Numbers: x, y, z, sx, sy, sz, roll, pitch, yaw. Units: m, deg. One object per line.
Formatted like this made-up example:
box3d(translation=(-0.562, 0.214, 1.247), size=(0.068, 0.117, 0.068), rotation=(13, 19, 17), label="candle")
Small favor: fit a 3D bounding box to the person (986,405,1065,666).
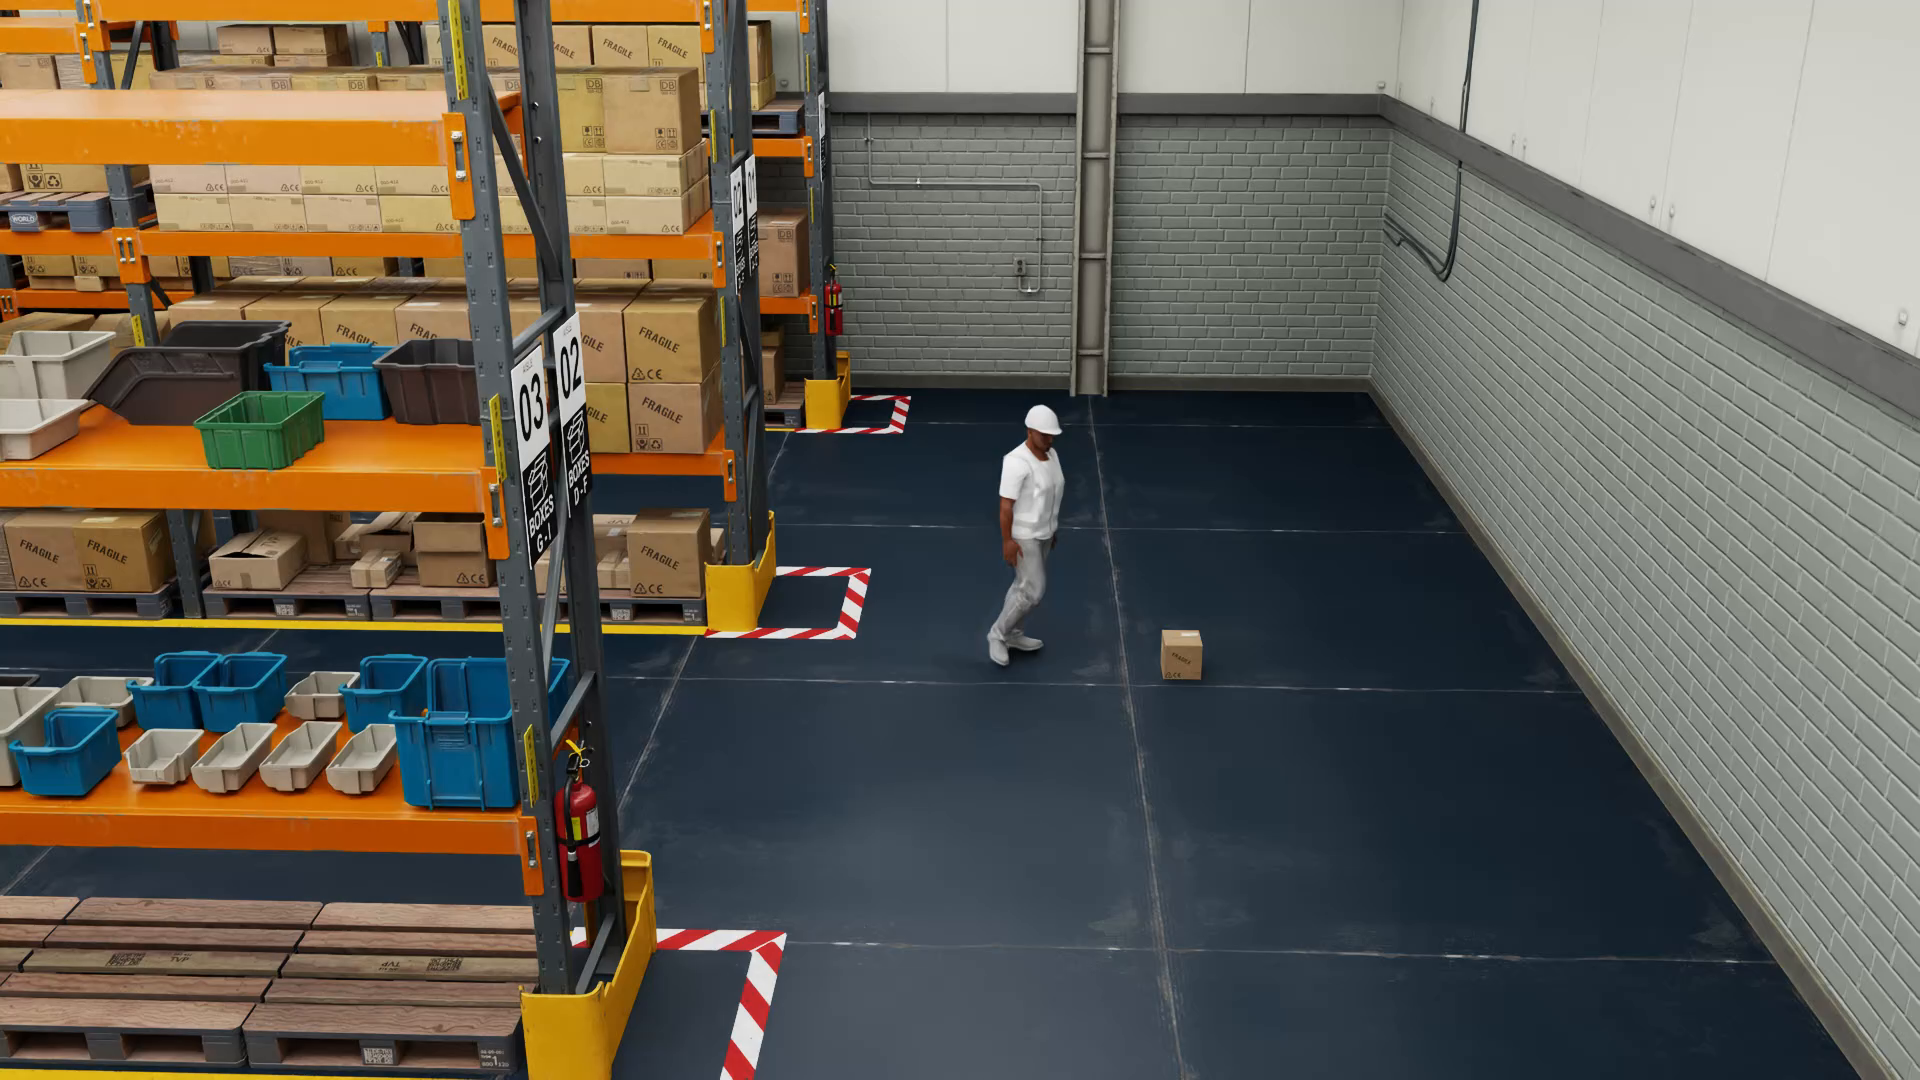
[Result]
box3d(translation=(0.457, -0.052, 11.119), size=(0.459, 1.754, 0.640), rotation=(12, 24, 28), label="person")
